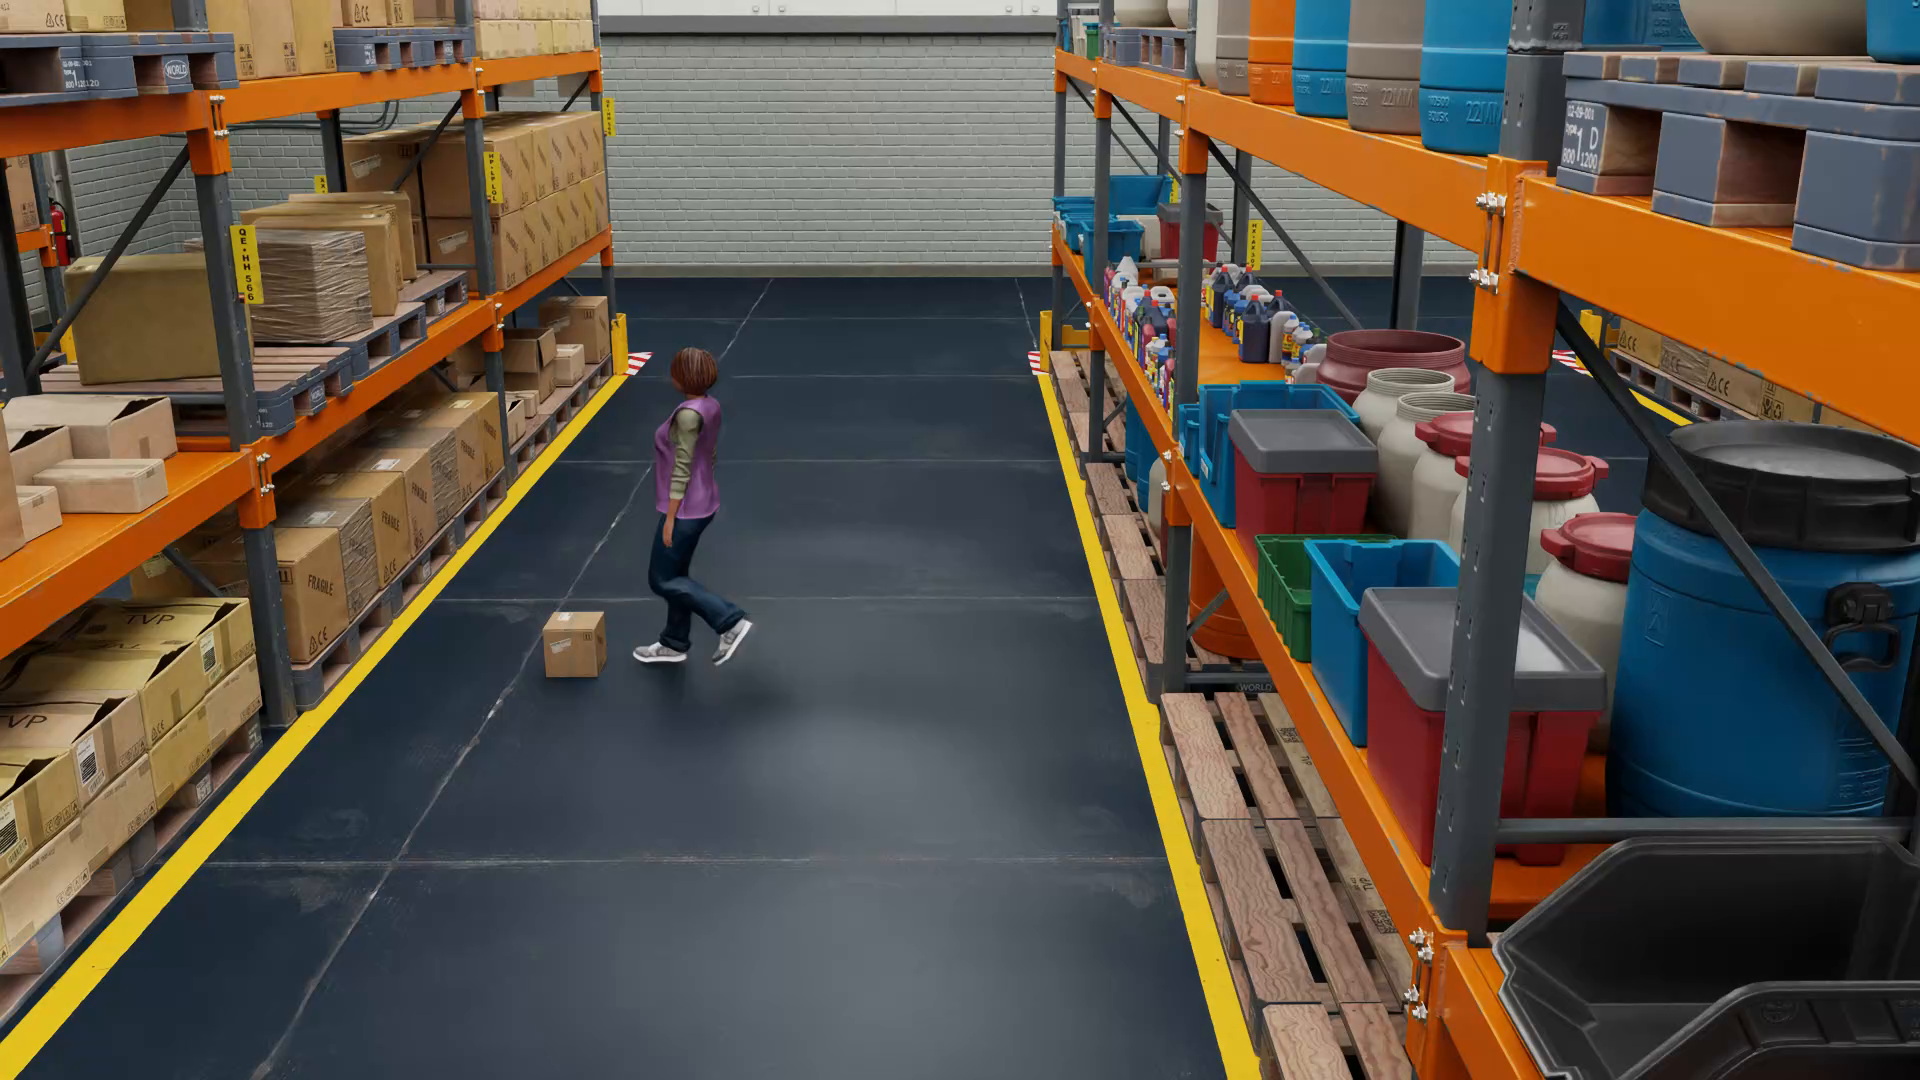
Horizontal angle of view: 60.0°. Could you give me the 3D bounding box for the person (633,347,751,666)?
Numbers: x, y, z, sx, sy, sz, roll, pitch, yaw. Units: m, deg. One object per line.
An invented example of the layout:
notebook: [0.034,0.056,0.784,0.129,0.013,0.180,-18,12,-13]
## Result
person: [-1.309,-0.134,7.928,0.646,1.589,0.440,2,18,6]
